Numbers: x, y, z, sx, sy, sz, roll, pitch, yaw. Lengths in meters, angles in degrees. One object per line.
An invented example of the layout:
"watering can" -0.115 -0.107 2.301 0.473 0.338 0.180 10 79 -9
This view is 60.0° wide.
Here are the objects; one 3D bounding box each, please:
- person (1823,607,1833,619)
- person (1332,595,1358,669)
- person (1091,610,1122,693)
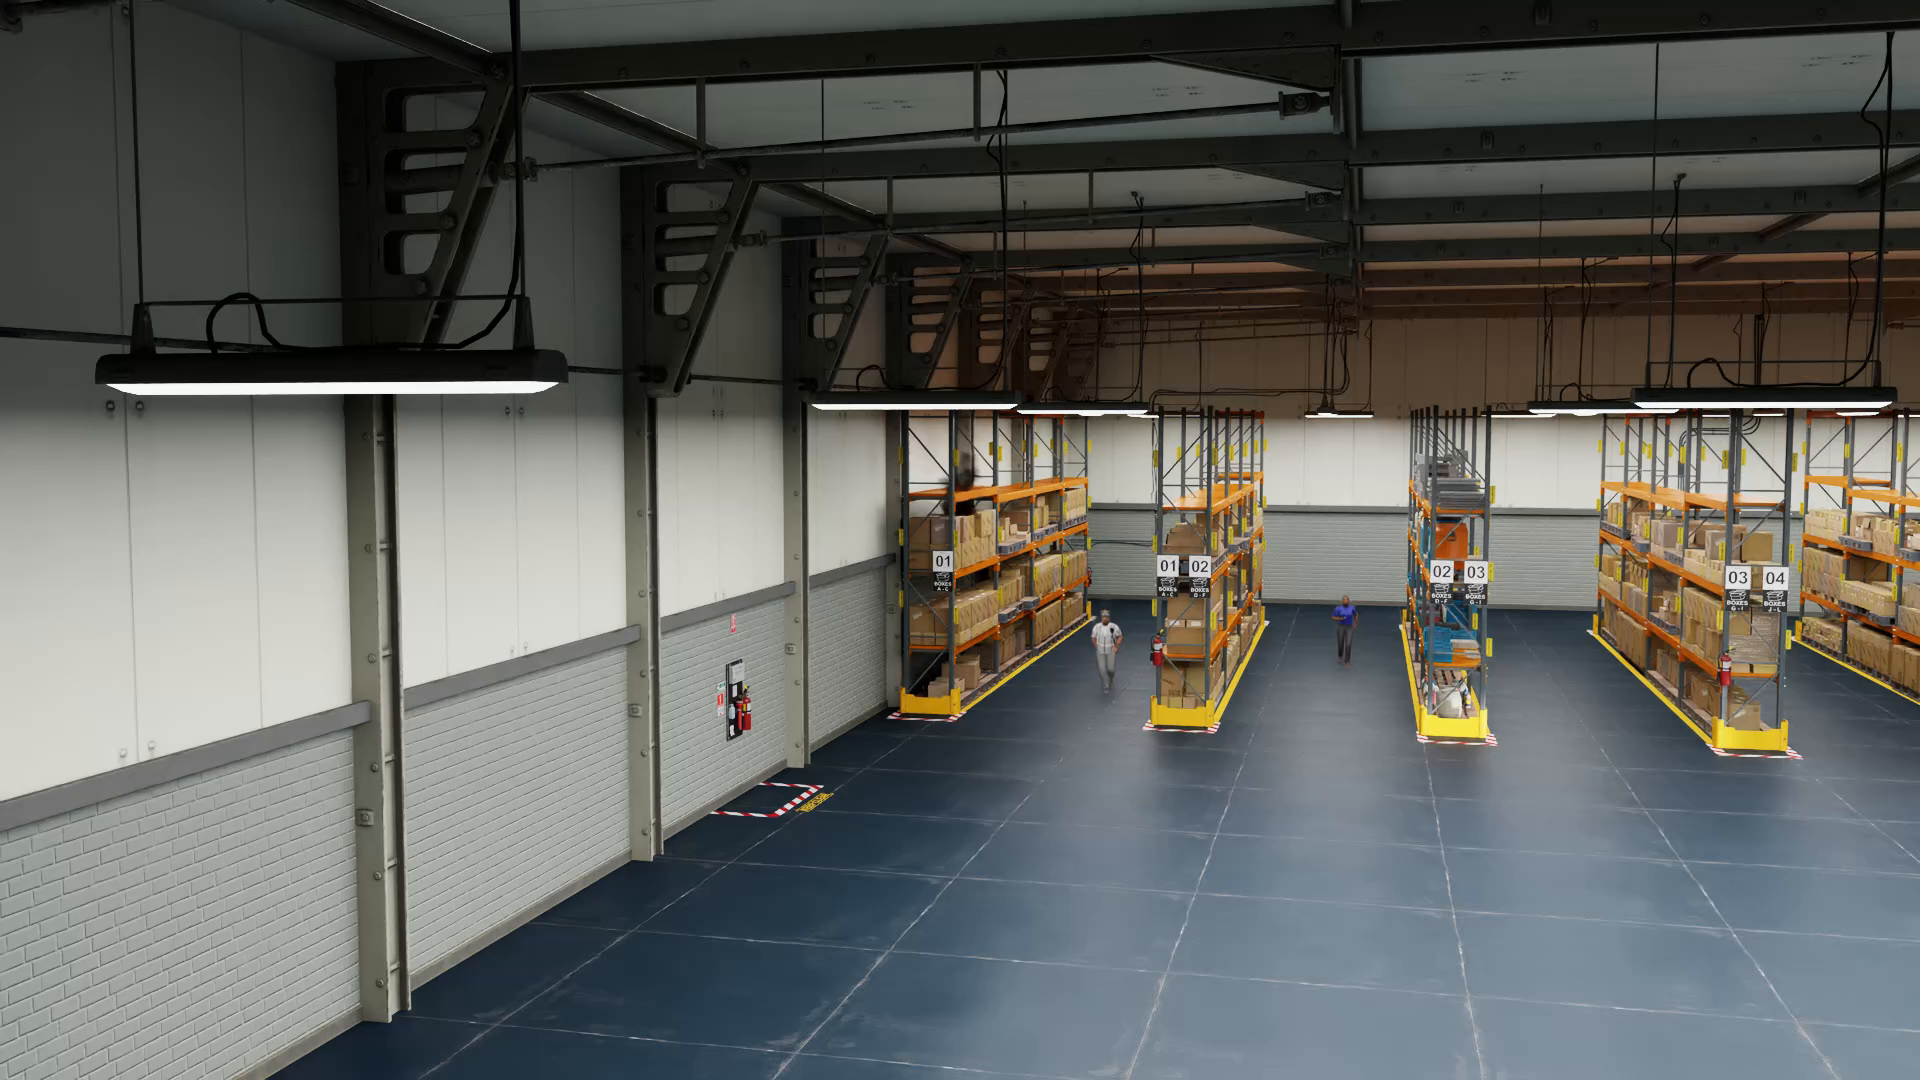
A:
"person" 23.190 1.740 44.181 0.577 1.499 0.642 -3 5 -38
"person" 8.929 2.106 38.595 0.604 1.663 0.900 1 4 8
"person" 3.022 2.315 34.472 0.638 1.737 0.564 1 4 11
